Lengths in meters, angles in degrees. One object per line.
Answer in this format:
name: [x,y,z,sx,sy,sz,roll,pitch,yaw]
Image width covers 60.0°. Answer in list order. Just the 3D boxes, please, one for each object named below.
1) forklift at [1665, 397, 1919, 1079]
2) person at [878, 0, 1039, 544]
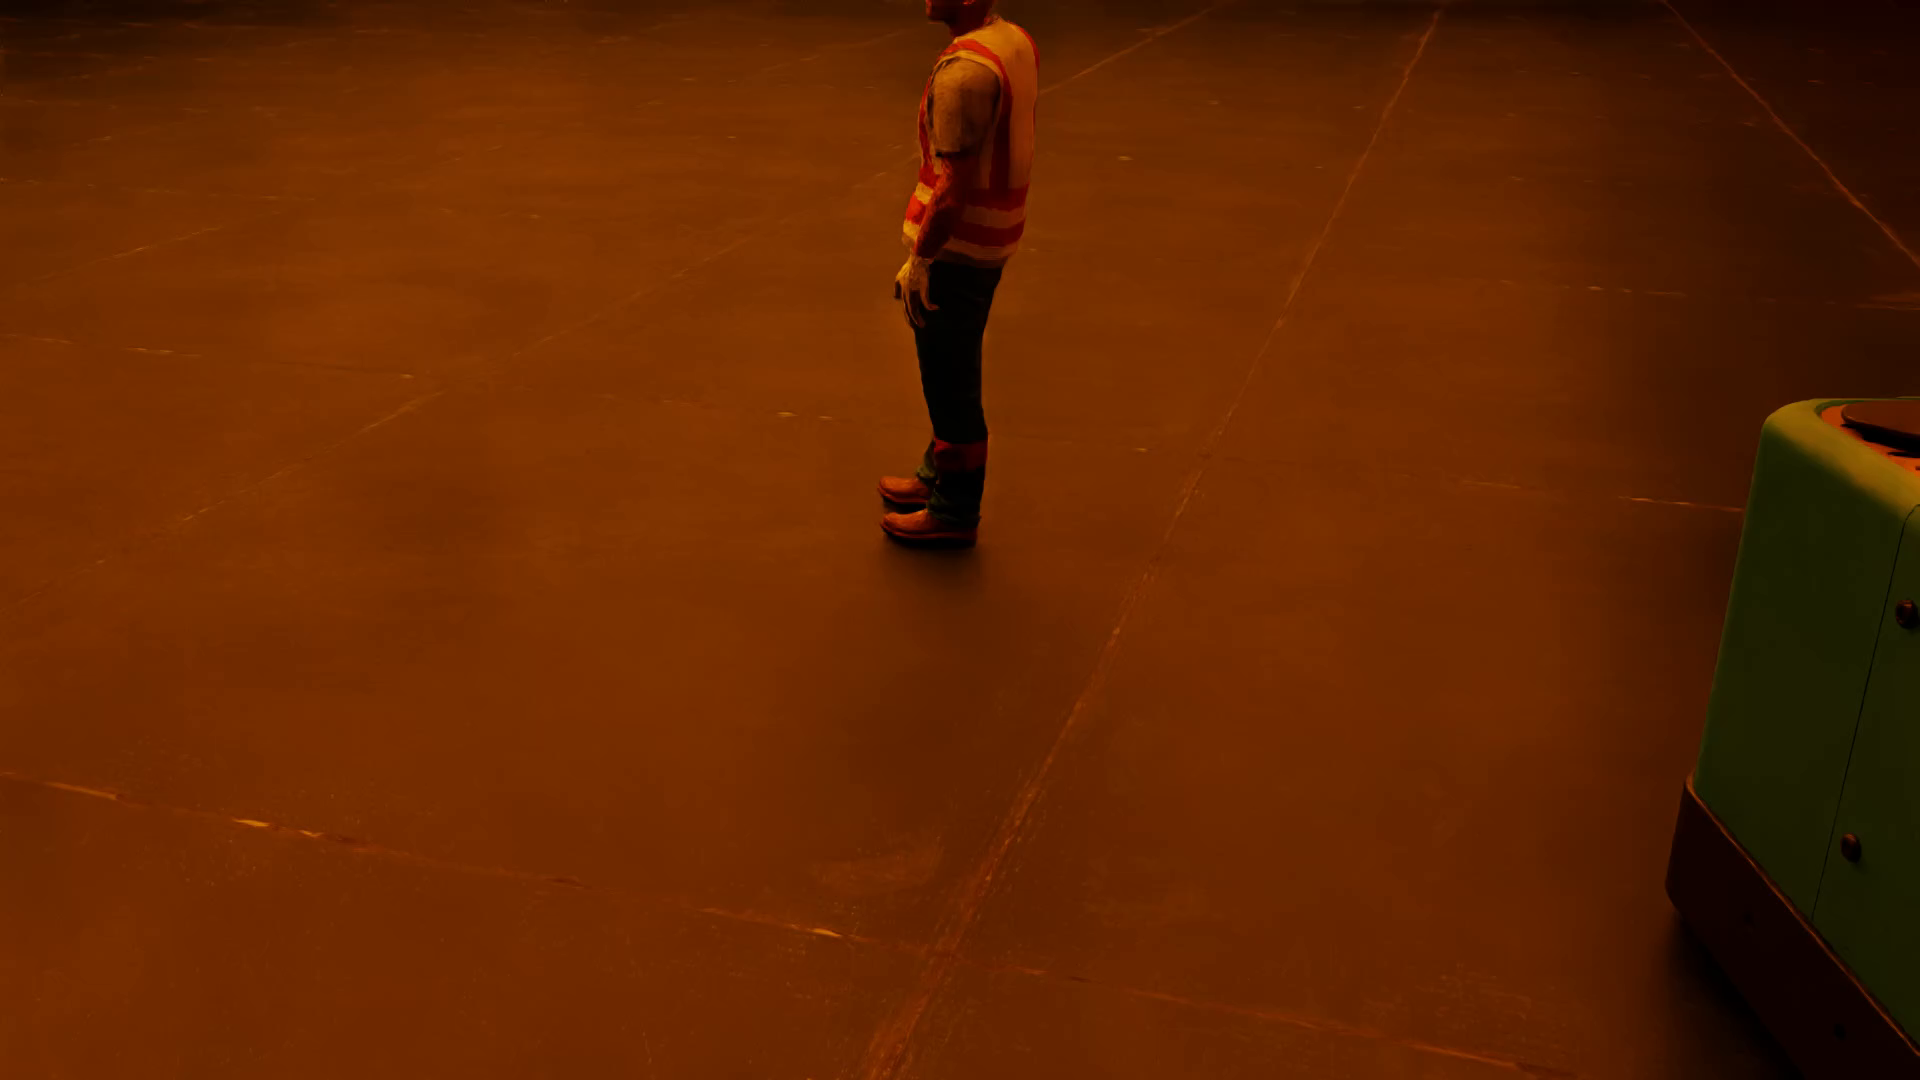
forklift: [2.914,-0.456,2.383,3.031,2.935,1.130,-1,22,-2]
person: [-0.073,-0.847,4.809,0.563,1.787,0.636,7,23,16]
